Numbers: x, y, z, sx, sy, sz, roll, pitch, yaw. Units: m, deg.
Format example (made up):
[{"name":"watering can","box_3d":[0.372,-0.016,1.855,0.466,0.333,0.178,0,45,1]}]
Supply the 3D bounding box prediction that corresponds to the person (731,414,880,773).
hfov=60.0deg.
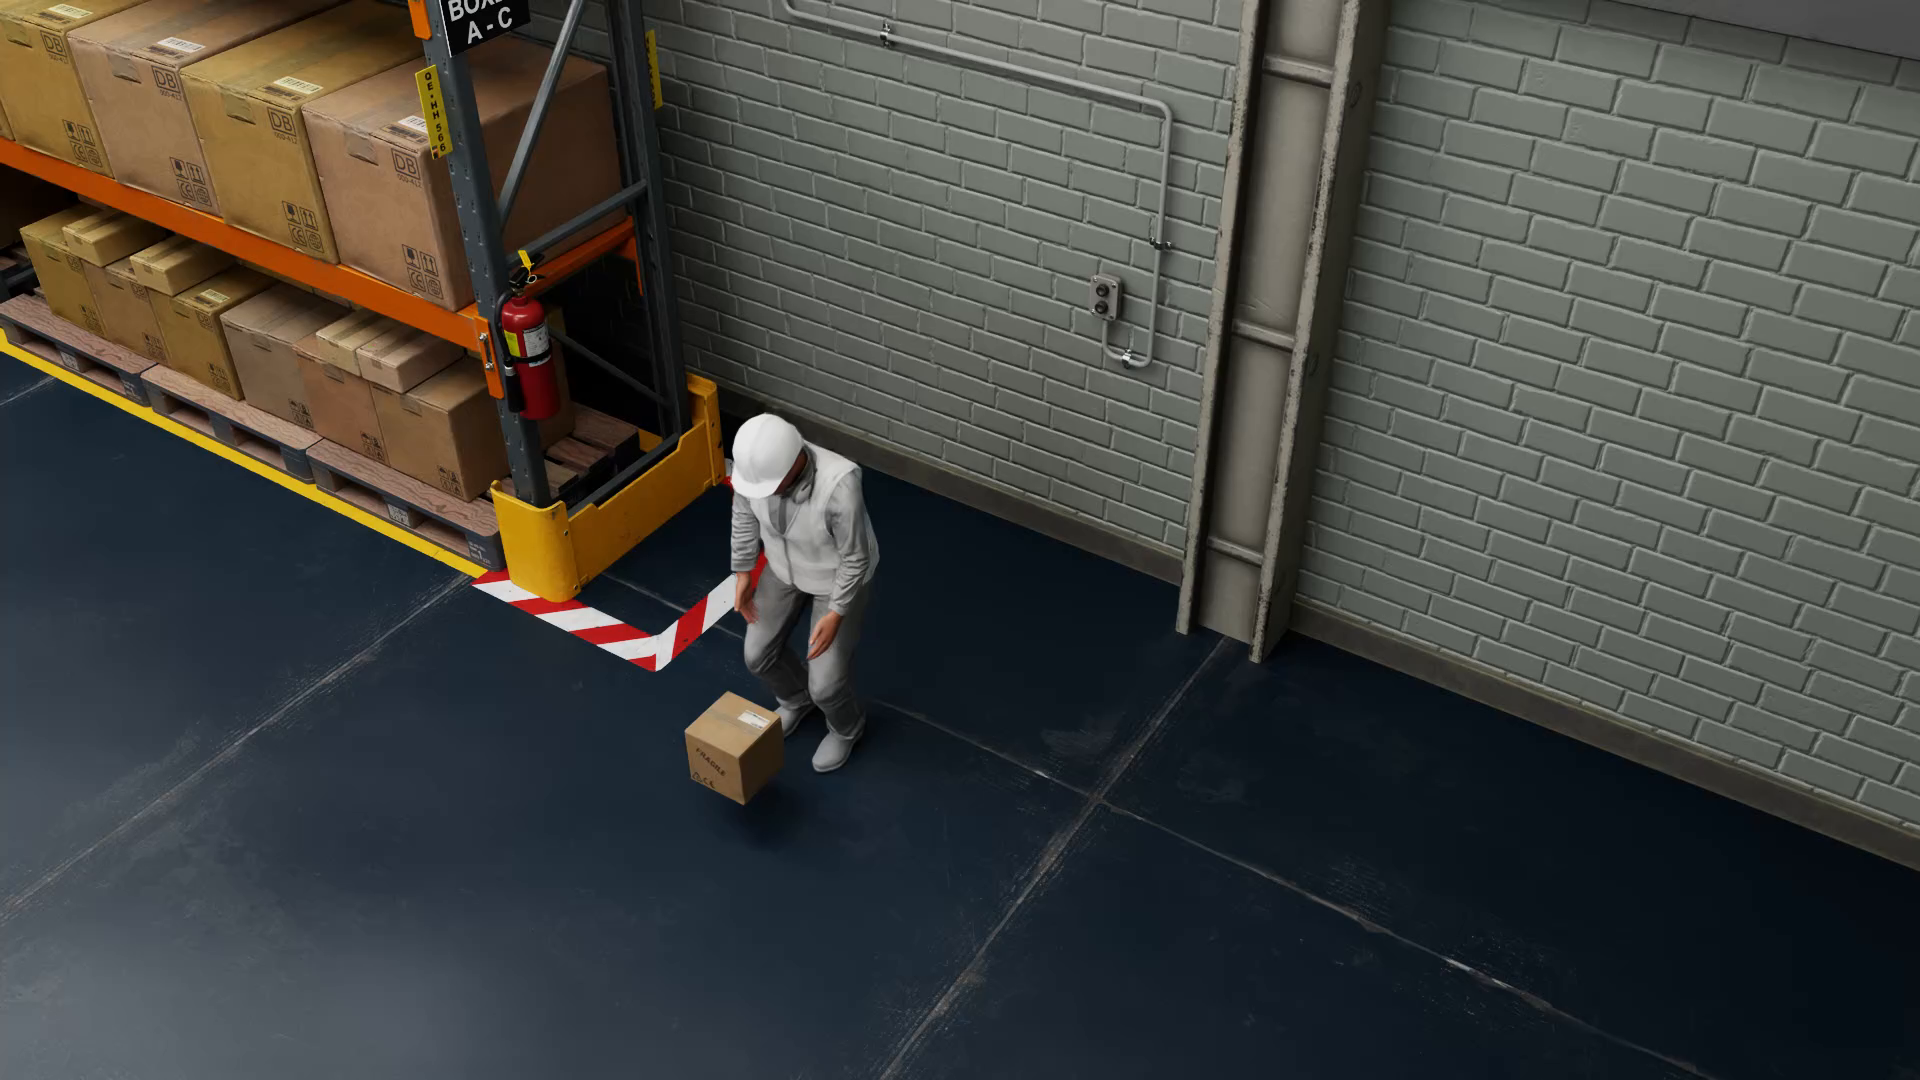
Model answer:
[{"name":"person","box_3d":[-0.556,0.155,6.060,0.581,1.628,0.604,22,43,26]}]
